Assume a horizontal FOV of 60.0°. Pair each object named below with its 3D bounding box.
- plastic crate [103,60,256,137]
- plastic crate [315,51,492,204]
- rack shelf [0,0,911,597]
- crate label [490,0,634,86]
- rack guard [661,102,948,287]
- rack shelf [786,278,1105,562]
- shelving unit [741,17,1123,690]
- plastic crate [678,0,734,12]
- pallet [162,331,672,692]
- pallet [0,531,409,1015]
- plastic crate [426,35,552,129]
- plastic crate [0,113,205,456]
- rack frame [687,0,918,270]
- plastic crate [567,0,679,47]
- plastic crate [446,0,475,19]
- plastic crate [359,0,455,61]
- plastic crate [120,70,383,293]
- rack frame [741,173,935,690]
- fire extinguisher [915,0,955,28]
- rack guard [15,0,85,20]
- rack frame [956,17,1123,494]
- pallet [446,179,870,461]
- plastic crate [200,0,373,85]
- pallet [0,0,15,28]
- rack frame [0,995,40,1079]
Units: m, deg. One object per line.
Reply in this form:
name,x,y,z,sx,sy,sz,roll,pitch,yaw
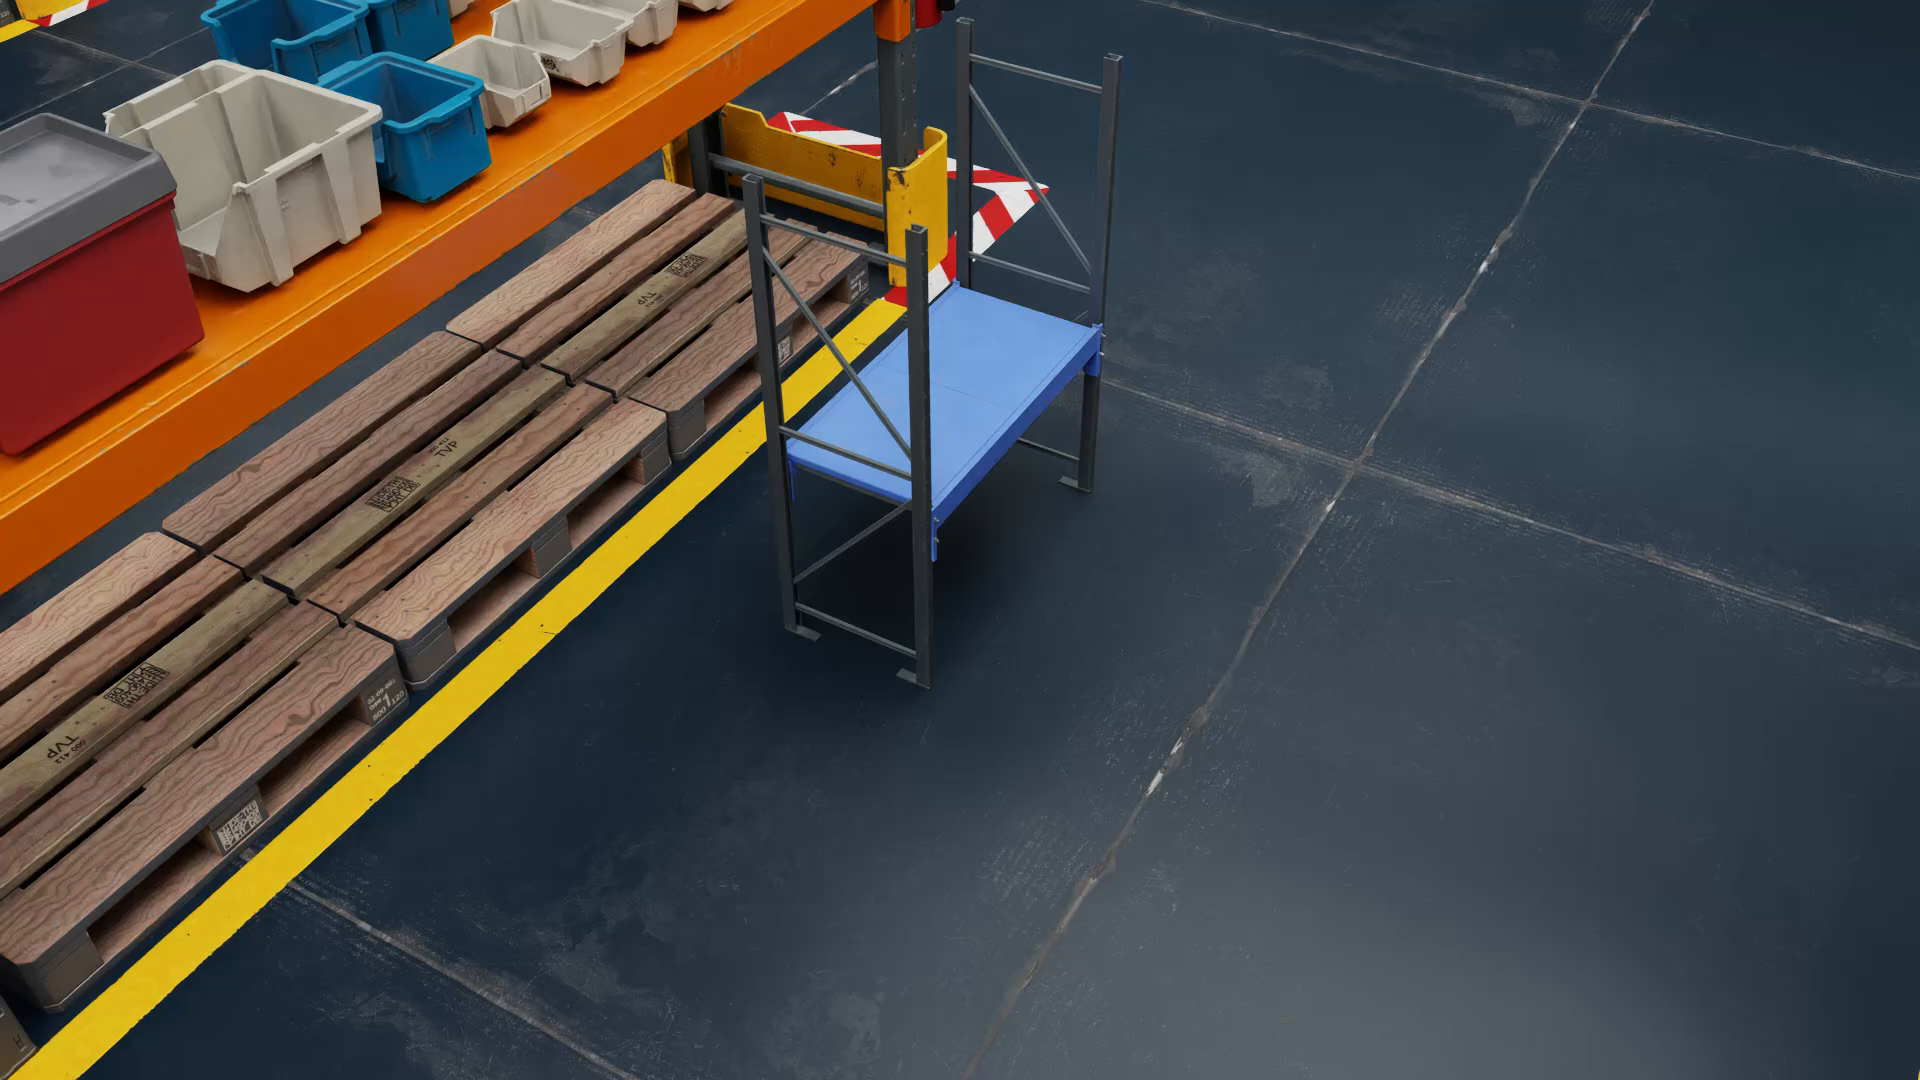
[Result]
plastic crate,-2.007,-1.079,4.359,0.293,0.136,0.466,21,45,22
plastic crate,-1.423,-1.048,4.252,0.416,0.233,0.300,21,45,22
rack shelf,-1.618,-0.934,4.585,1.077,0.370,4.000,21,45,22
crate label,-1.144,-1.417,4.743,0.396,0.136,0.243,21,45,22
rack guard,-0.616,-1.428,6.493,1.175,0.500,0.348,21,45,22
rack shelf,-0.043,-0.379,4.818,0.538,0.185,1.000,21,45,22
shelving unit,-0.043,-0.514,4.699,0.538,1.500,1.048,21,45,22
plastic crate,-0.868,-1.745,5.116,0.396,0.136,0.243,21,45,22
pallet,-1.675,-0.147,5.257,1.003,0.211,1.213,21,45,22
pallet,-2.284,0.554,4.462,1.003,0.211,1.213,21,45,22
plastic crate,-1.276,-1.241,4.544,0.298,0.136,0.250,21,45,22
plastic crate,-1.955,-0.534,3.493,0.402,0.464,0.583,21,45,22
rack frame,-0.617,-2.348,5.647,1.000,3.000,0.127,21,45,22
plastic crate,-1.026,-1.584,4.933,0.396,0.136,0.243,21,45,22
plastic crate,-1.597,-1.695,5.059,0.250,0.136,0.298,21,45,22
plastic crate,-1.684,-1.522,4.790,0.416,0.233,0.300,21,45,22
plastic crate,-1.695,-0.850,3.990,0.437,0.282,0.530,21,45,22
rack frame,-0.297,-0.223,4.369,0.500,1.500,0.032,21,45,22
fire extinguisher,-0.148,-2.115,5.723,0.296,0.674,0.183,21,45,22
rack guard,-4.942,-3.007,8.286,1.175,0.500,0.348,21,45,22
rack frame,0.212,-0.805,5.029,0.500,1.500,0.032,21,45,22
pallet,-1.063,-0.843,6.047,1.003,0.211,1.213,21,45,22
plastic crate,-1.835,-1.350,4.595,0.416,0.233,0.300,21,45,22
pallet,-5.340,-2.442,7.863,1.003,0.211,1.213,21,45,22
rack frame,-2.619,-0.059,3.048,1.000,3.000,0.127,21,45,22
